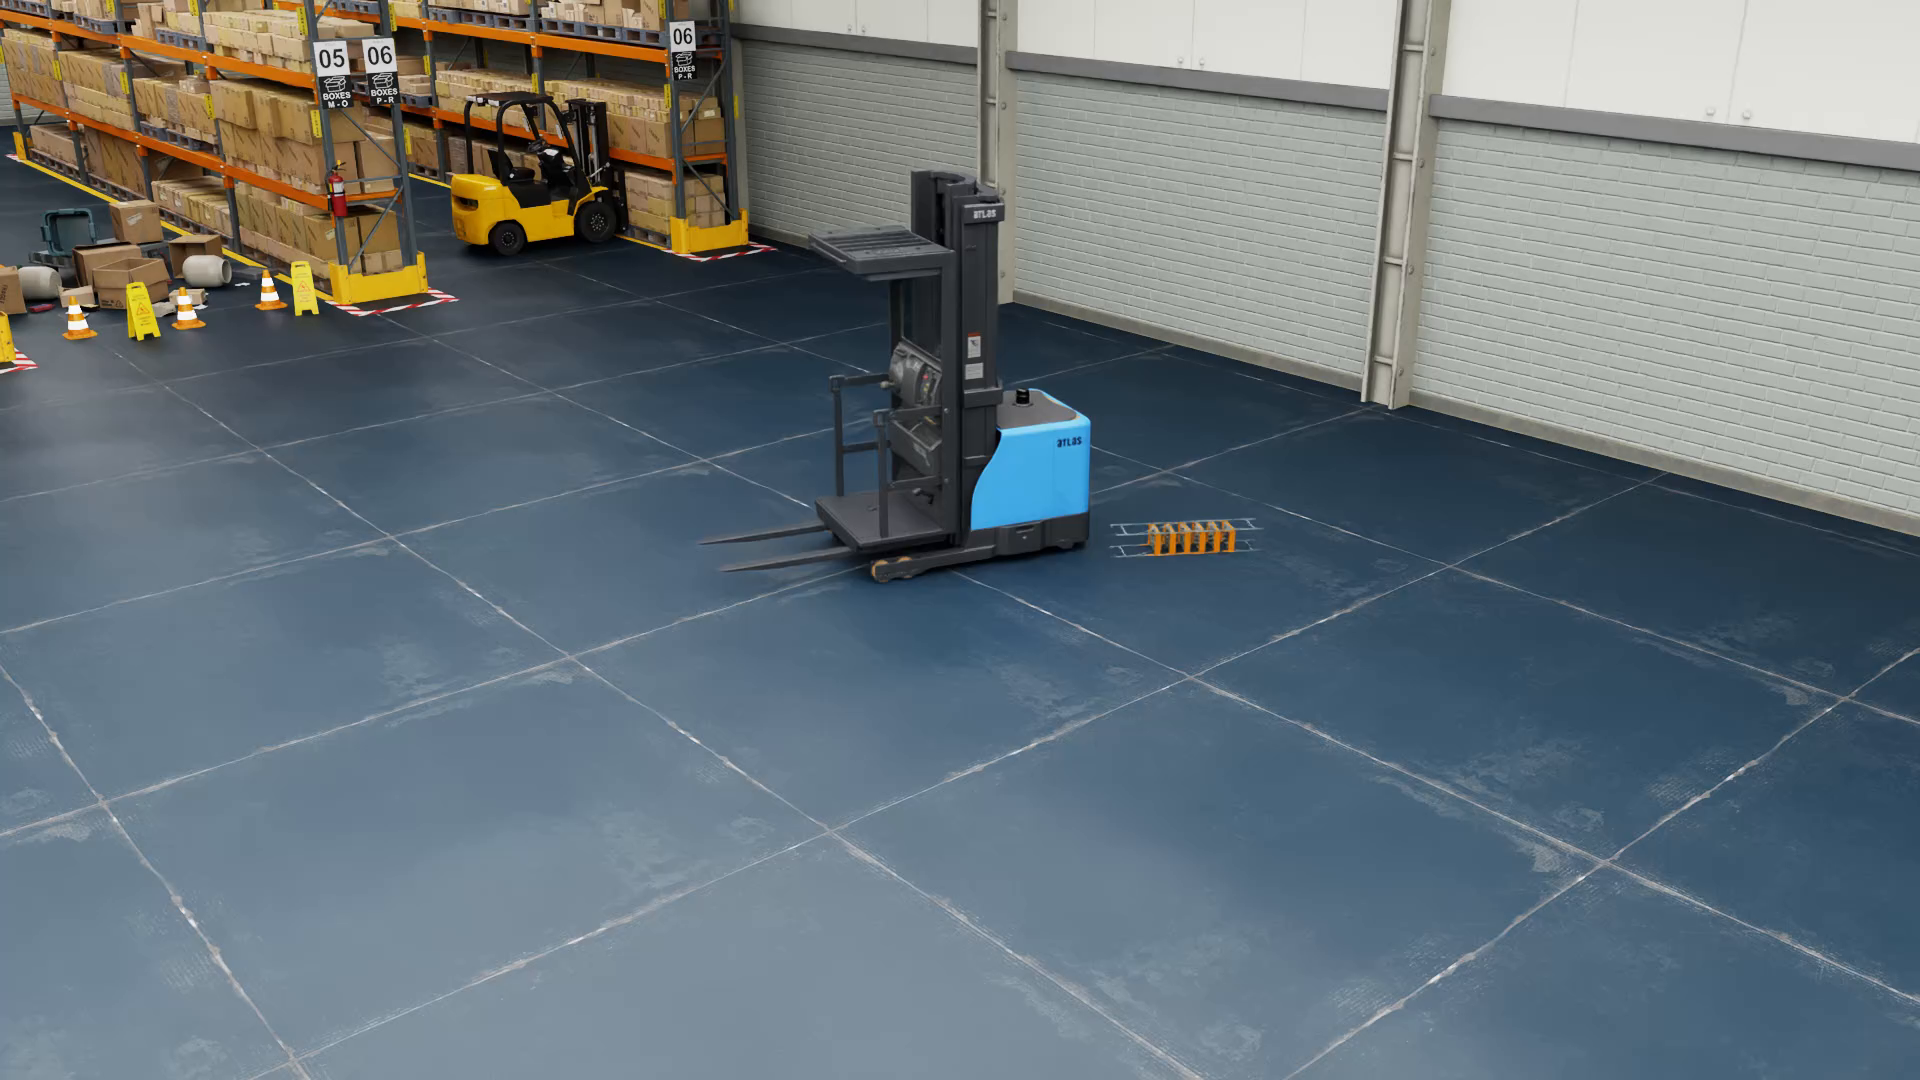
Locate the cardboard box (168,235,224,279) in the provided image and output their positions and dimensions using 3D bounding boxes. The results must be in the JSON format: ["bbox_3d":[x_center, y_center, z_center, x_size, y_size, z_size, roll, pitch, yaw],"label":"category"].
[{"bbox_3d":[-10.389,-3.859,22.648,0.500,0.500,0.500,0,21,-1],"label":"cardboard box"}]

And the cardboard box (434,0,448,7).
[{"bbox_3d":[-8.623,-9.357,28.297,0.500,0.500,0.500,-17,27,-37],"label":"cardboard box"}]

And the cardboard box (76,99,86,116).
[{"bbox_3d":[-14.854,-7.455,28.611,0.500,0.250,0.500,-18,28,-39],"label":"cardboard box"}]

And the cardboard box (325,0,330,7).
[{"bbox_3d":[-11.981,-10.344,32.011,0.380,0.149,0.250,-18,27,-38],"label":"cardboard box"}]

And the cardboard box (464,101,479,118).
[{"bbox_3d":[-8.140,-7.398,28.466,0.500,0.250,0.500,-19,28,-39],"label":"cardboard box"}]

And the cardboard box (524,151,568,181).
[{"bbox_3d":[-6.649,-6.056,27.513,0.875,0.625,0.625,-16,26,-35],"label":"cardboard box"}]

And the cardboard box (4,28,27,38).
[{"bbox_3d":[-17.869,-9.607,31.503,0.380,0.149,0.250,-17,27,-36],"label":"cardboard box"}]

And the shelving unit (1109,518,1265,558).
[{"bbox_3d":[1.809,-0.019,13.267,1.200,0.189,0.258,-3,22,-7],"label":"shelving unit"}]

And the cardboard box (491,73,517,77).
[{"bbox_3d":[-7.842,-7.963,28.675,0.380,0.149,0.250,-18,27,-38],"label":"cardboard box"}]

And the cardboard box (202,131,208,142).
[{"bbox_3d":[-10.762,-5.874,24.137,0.380,0.149,0.250,-18,28,-39],"label":"cardboard box"}]

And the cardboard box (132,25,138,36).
[{"bbox_3d":[-12.592,-7.899,25.770,0.380,0.149,0.250,-17,27,-37],"label":"cardboard box"}]

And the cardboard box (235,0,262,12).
[{"bbox_3d":[-10.469,-7.789,24.089,0.500,0.250,0.500,-18,28,-39],"label":"cardboard box"}]

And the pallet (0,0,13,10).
[{"bbox_3d":[-17.399,-10.110,31.193,1.003,0.211,1.213,-17,27,-37],"label":"pallet"}]

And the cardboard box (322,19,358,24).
[{"bbox_3d":[-7.925,-6.571,21.286,0.380,0.149,0.250,-18,27,-38],"label":"cardboard box"}]

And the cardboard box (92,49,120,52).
[{"bbox_3d":[-14.798,-8.301,29.056,0.500,0.500,0.500,-16,27,-36],"label":"cardboard box"}]

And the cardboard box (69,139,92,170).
[{"bbox_3d":[-15.609,-7.054,30.318,0.875,0.438,0.875,-18,28,-38],"label":"cardboard box"}]

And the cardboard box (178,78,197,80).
[{"bbox_3d":[-11.816,-6.928,25.938,0.500,0.500,0.500,-18,28,-38],"label":"cardboard box"}]

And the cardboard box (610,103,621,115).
[{"bbox_3d":[-4.984,-6.446,24.801,0.380,0.149,0.250,-17,27,-37],"label":"cardboard box"}]

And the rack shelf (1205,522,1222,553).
[{"bbox_3d":[2.003,-0.028,13.290,0.103,0.180,0.258,-3,22,-7],"label":"rack shelf"}]

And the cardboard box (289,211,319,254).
[{"bbox_3d":[-8.511,-4.104,22.015,0.500,0.500,0.500,-16,27,-36],"label":"cardboard box"}]

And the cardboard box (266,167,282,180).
[{"bbox_3d":[-9.082,-4.943,22.335,0.380,0.149,0.250,-18,27,-38],"label":"cardboard box"}]

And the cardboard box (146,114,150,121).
[{"bbox_3d":[-12.598,-6.692,26.224,0.380,0.149,0.250,-19,29,-40],"label":"cardboard box"}]

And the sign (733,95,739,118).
[{"bbox_3d":[-3.265,-6.290,24.134,0.100,0.325,0.005,-17,27,-37],"label":"sign"}]

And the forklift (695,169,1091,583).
[{"bbox_3d":[-0.529,-1.257,12.675,3.031,2.935,1.130,-9,23,-22],"label":"forklift"}]

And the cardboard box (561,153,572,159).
[{"bbox_3d":[-6.222,-5.997,26.506,0.500,0.250,0.500,-18,28,-38],"label":"cardboard box"}]

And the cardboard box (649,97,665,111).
[{"bbox_3d":[-4.267,-6.316,24.062,0.380,0.149,0.250,-17,27,-37],"label":"cardboard box"}]

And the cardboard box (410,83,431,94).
[{"bbox_3d":[-9.631,-8.098,29.816,0.380,0.149,0.250,-17,27,-36],"label":"cardboard box"}]

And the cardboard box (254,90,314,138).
[{"bbox_3d":[-8.681,-5.535,21.586,0.700,0.500,0.500,-18,28,-38],"label":"cardboard box"}]

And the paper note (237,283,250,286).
[{"bbox_3d":[-9.554,-3.412,22.153,0.148,0.019,0.142,12,24,27],"label":"paper note"}]

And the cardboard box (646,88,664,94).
[{"bbox_3d":[-4.513,-6.735,25.132,0.380,0.149,0.250,-18,28,-39],"label":"cardboard box"}]

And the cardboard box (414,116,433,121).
[{"bbox_3d":[-10.186,-7.988,31.728,0.380,0.149,0.250,-17,27,-37],"label":"cardboard box"}]

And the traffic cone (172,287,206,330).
[{"bbox_3d":[-9.324,-2.809,20.021,0.336,0.463,0.334,-17,27,-37],"label":"traffic cone"}]

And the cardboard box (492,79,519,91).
[{"bbox_3d":[-7.548,-7.561,27.648,0.380,0.149,0.250,-17,27,-37],"label":"cardboard box"}]

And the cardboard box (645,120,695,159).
[{"bbox_3d":[-4.209,-5.839,24.143,0.500,0.500,0.500,-18,28,-39],"label":"cardboard box"}]

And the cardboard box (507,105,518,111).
[{"bbox_3d":[-7.156,-7.203,27.281,0.500,0.250,0.500,-18,28,-39],"label":"cardboard box"}]

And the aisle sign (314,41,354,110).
[{"bbox_3d":[-7.626,-5.661,20.260,0.394,0.787,0.004,-17,27,-37],"label":"aisle sign"}]

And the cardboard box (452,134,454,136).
[{"bbox_3d":[-9.279,-7.285,30.822,0.500,0.500,0.500,-17,27,-37],"label":"cardboard box"}]

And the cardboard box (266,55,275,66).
[{"bbox_3d":[-8.707,-6.209,21.455,0.380,0.149,0.250,-18,28,-39],"label":"cardboard box"}]

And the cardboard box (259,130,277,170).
[{"bbox_3d":[-8.974,-5.229,22.177,0.500,0.500,0.500,-17,27,-37],"label":"cardboard box"}]

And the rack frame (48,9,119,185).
[{"bbox_3d":[-15.280,-7.852,29.419,1.000,3.000,0.127,-17,27,-37],"label":"rack frame"}]

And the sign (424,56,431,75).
[{"bbox_3d":[-9.316,-8.300,29.083,0.100,0.325,0.005,-17,27,-37],"label":"sign"}]

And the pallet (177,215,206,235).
[{"bbox_3d":[-11.368,-4.895,25.693,1.003,0.211,1.213,-17,27,-37],"label":"pallet"}]

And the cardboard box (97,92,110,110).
[{"bbox_3d":[-13.865,-7.261,27.429,0.500,0.250,0.500,-18,28,-39],"label":"cardboard box"}]

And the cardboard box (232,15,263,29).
[{"bbox_3d":[-9.391,-6.853,22.005,0.380,0.149,0.250,-19,28,-39],"label":"cardboard box"}]

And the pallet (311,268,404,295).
[{"bbox_3d":[-8.000,-3.492,22.111,1.003,0.211,1.213,-17,27,-37],"label":"pallet"}]

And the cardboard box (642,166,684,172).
[{"bbox_3d":[-4.507,-5.556,25.380,0.500,0.250,0.500,-18,27,-38],"label":"cardboard box"}]

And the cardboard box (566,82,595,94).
[{"bbox_3d":[-5.904,-7.034,25.895,0.380,0.149,0.250,-18,28,-38],"label":"cardboard box"}]

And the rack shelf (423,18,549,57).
[{"bbox_3d":[-7.606,-8.439,27.790,1.077,0.370,4.000,-17,27,-37],"label":"rack shelf"}]

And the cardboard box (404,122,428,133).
[{"bbox_3d":[-10.067,-7.643,30.848,0.380,0.149,0.250,-18,28,-38],"label":"cardboard box"}]

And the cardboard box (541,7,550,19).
[{"bbox_3d":[-6.237,-8.150,25.698,0.380,0.149,0.250,-17,27,-36],"label":"cardboard box"}]

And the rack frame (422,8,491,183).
[{"bbox_3d":[-8.911,-7.930,29.617,1.000,3.000,0.127,-17,27,-37],"label":"rack frame"}]

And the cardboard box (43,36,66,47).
[{"bbox_3d":[-16.146,-8.911,29.725,0.380,0.149,0.250,-18,28,-38],"label":"cardboard box"}]

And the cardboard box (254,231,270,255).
[{"bbox_3d":[-9.520,-4.185,23.250,0.500,0.250,0.500,-16,26,-34],"label":"cardboard box"}]

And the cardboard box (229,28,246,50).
[{"bbox_3d":[-9.317,-6.639,22.005,0.500,0.250,0.500,-17,27,-37],"label":"cardboard box"}]

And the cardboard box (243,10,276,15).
[{"bbox_3d":[-9.686,-7.257,23.038,0.380,0.149,0.250,-17,27,-36],"label":"cardboard box"}]

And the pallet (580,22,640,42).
[{"bbox_3d":[-4.932,-7.614,24.818,1.003,0.211,1.213,-17,27,-37],"label":"pallet"}]

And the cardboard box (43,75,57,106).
[{"bbox_3d":[-16.116,-8.107,29.932,0.500,0.500,0.500,-18,28,-39],"label":"cardboard box"}]

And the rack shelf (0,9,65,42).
[{"bbox_3d":[-16.585,-9.466,30.414,1.077,0.370,4.000,-17,27,-37],"label":"rack shelf"}]
